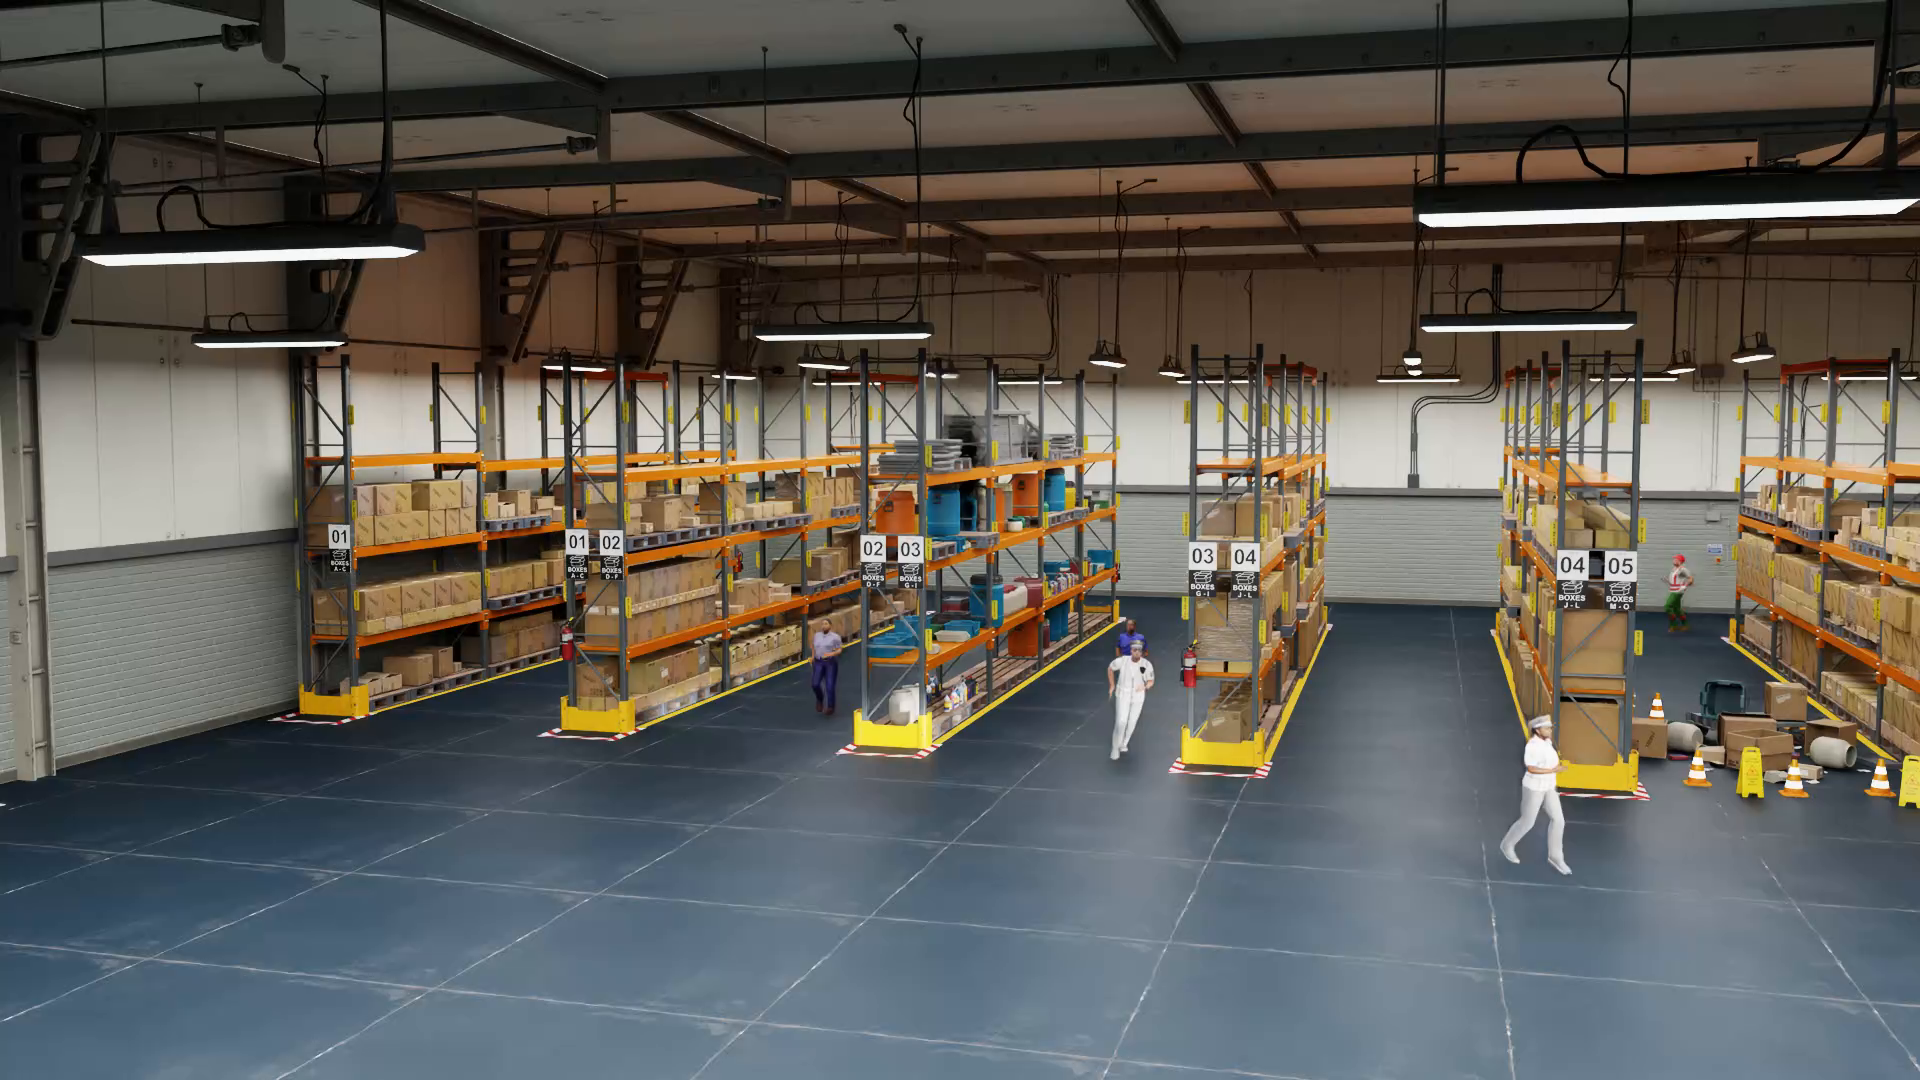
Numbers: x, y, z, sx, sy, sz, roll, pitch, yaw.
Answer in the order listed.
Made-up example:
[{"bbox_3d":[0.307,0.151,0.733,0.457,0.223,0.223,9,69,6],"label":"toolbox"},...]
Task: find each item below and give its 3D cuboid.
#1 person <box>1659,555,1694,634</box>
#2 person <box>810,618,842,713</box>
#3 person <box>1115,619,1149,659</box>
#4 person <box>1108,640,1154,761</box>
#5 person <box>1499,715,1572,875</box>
[{"bbox_3d":[16.433,1.247,38.177,0.705,1.824,0.632,1,4,8],"label":"person"},{"bbox_3d":[-2.259,2.111,27.767,0.596,1.593,0.607,1,4,10],"label":"person"},{"bbox_3d":[2.862,2.118,27.711,0.590,1.640,0.743,1,5,18],"label":"person"},{"bbox_3d":[2.503,2.326,24.318,0.651,1.772,0.756,0,4,-1],"label":"person"},{"bbox_3d":[6.354,2.774,18.337,0.603,1.746,0.805,-4,6,-39],"label":"person"}]
